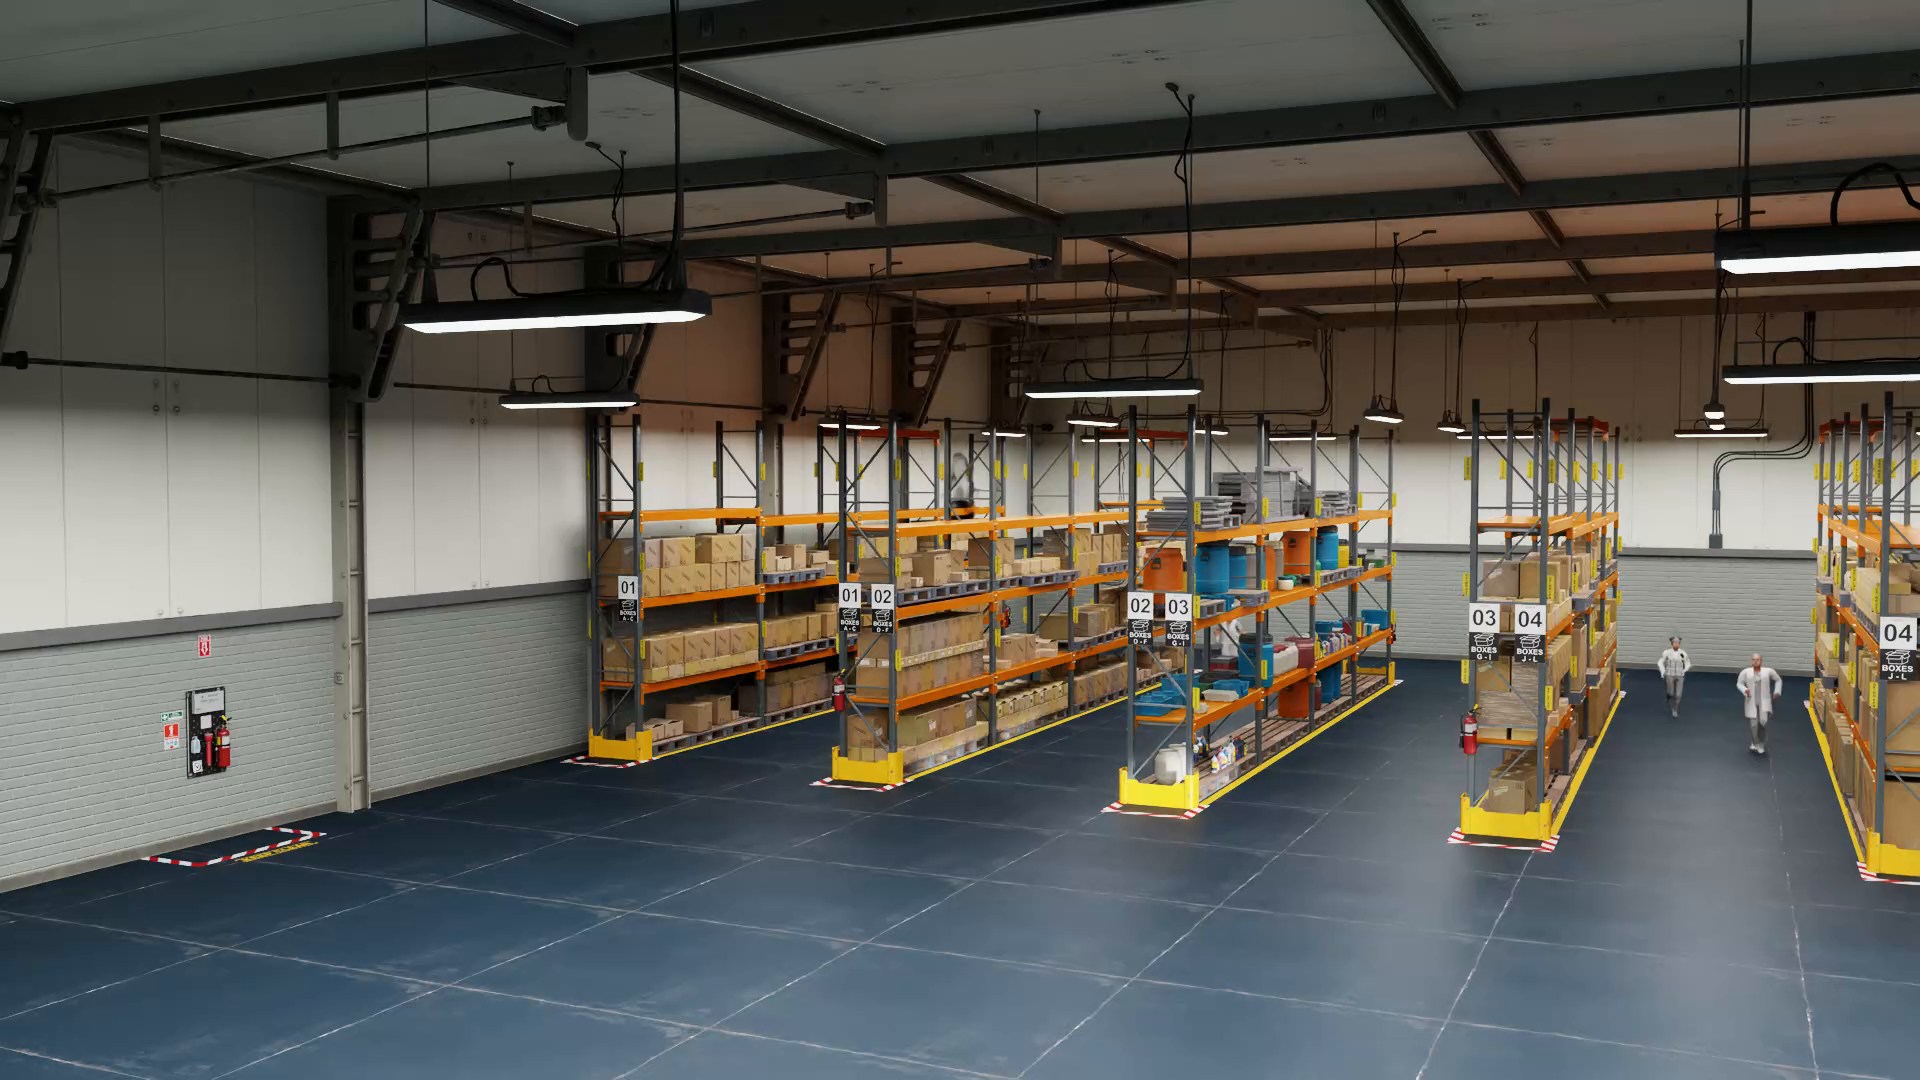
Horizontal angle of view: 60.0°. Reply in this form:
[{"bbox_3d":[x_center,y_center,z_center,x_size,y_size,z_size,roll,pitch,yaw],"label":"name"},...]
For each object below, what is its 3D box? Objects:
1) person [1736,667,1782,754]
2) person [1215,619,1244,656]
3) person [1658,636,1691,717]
[{"bbox_3d":[14.216,3.020,29.616,0.719,1.566,0.700,1,3,30],"label":"person"},{"bbox_3d":[6.394,2.494,39.563,0.702,1.741,0.714,1,2,13],"label":"person"},{"bbox_3d":[14.645,2.784,34.067,0.619,1.653,0.550,1,2,17],"label":"person"}]
